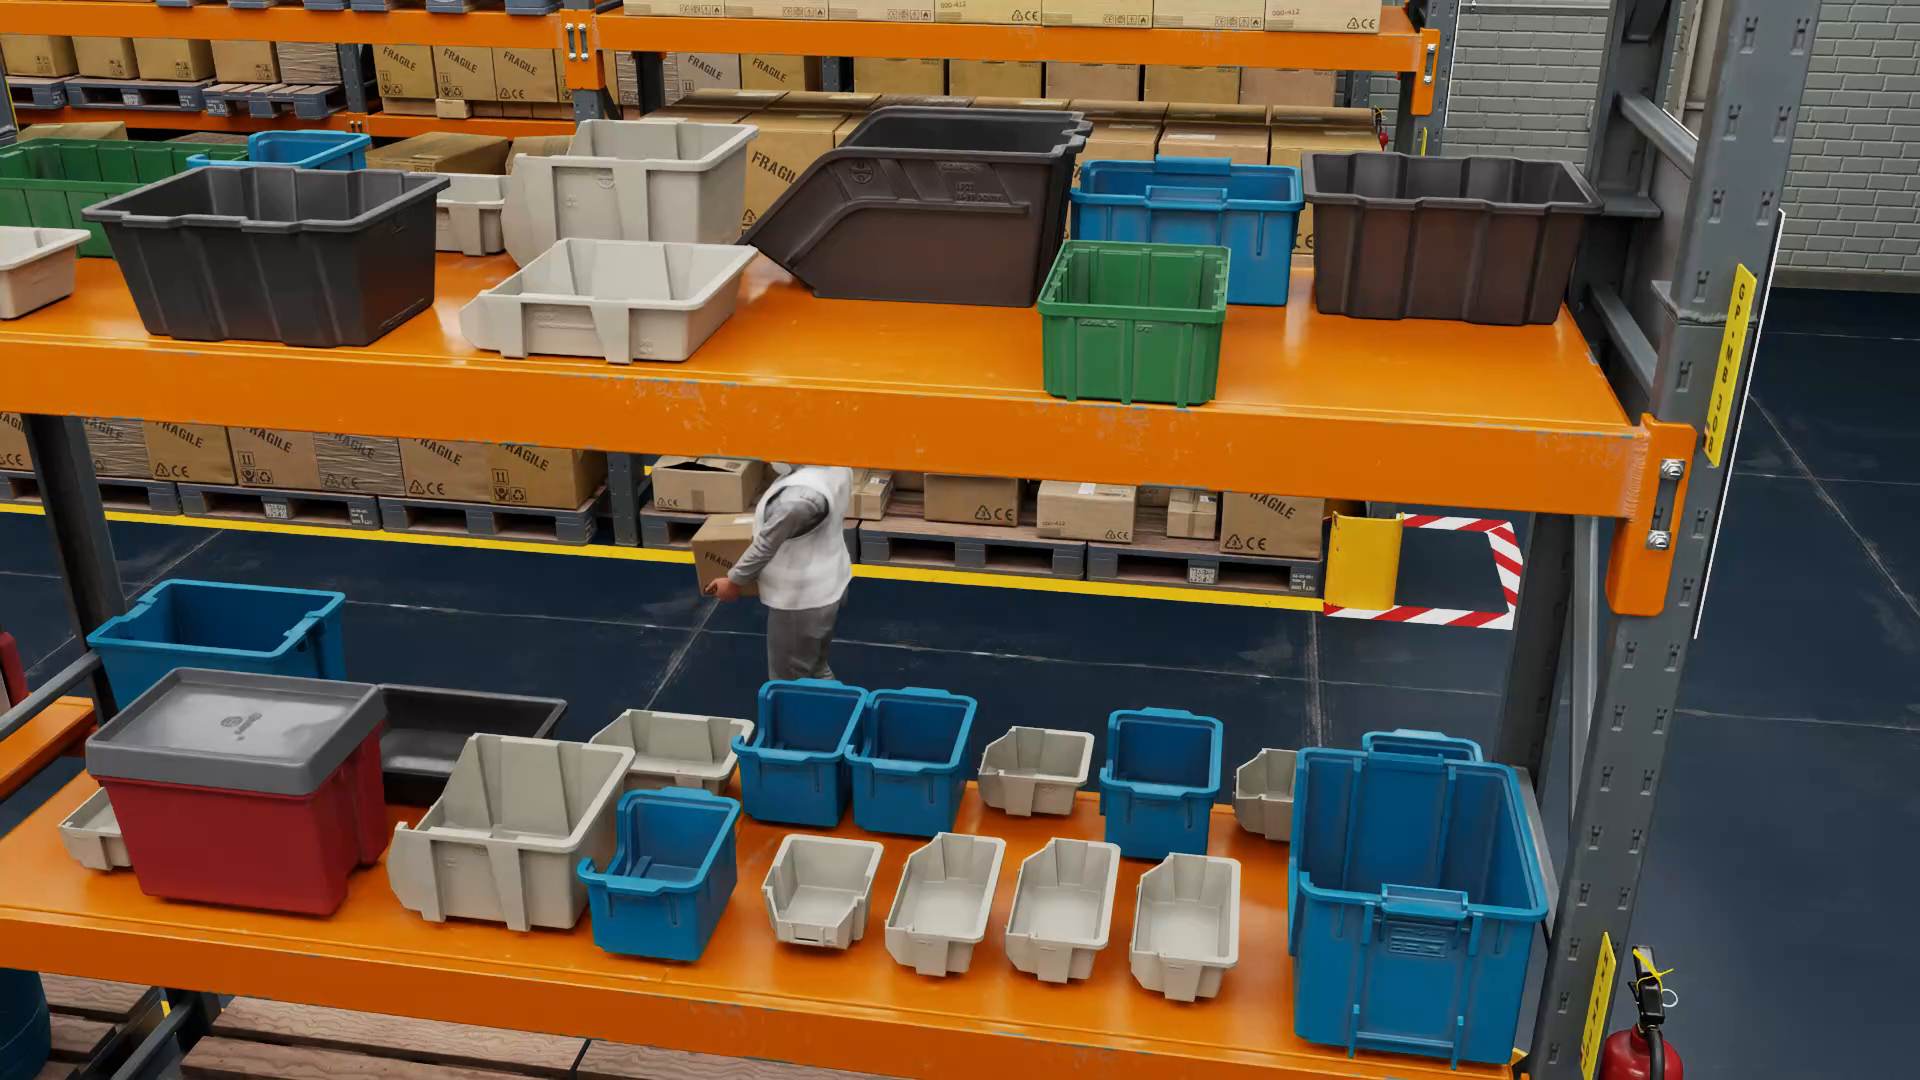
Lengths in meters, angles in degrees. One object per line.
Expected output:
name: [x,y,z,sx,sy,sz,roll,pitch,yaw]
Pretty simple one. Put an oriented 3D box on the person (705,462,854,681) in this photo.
person: [-0.714,0.206,6.638,0.550,1.762,0.494,5,25,10]
